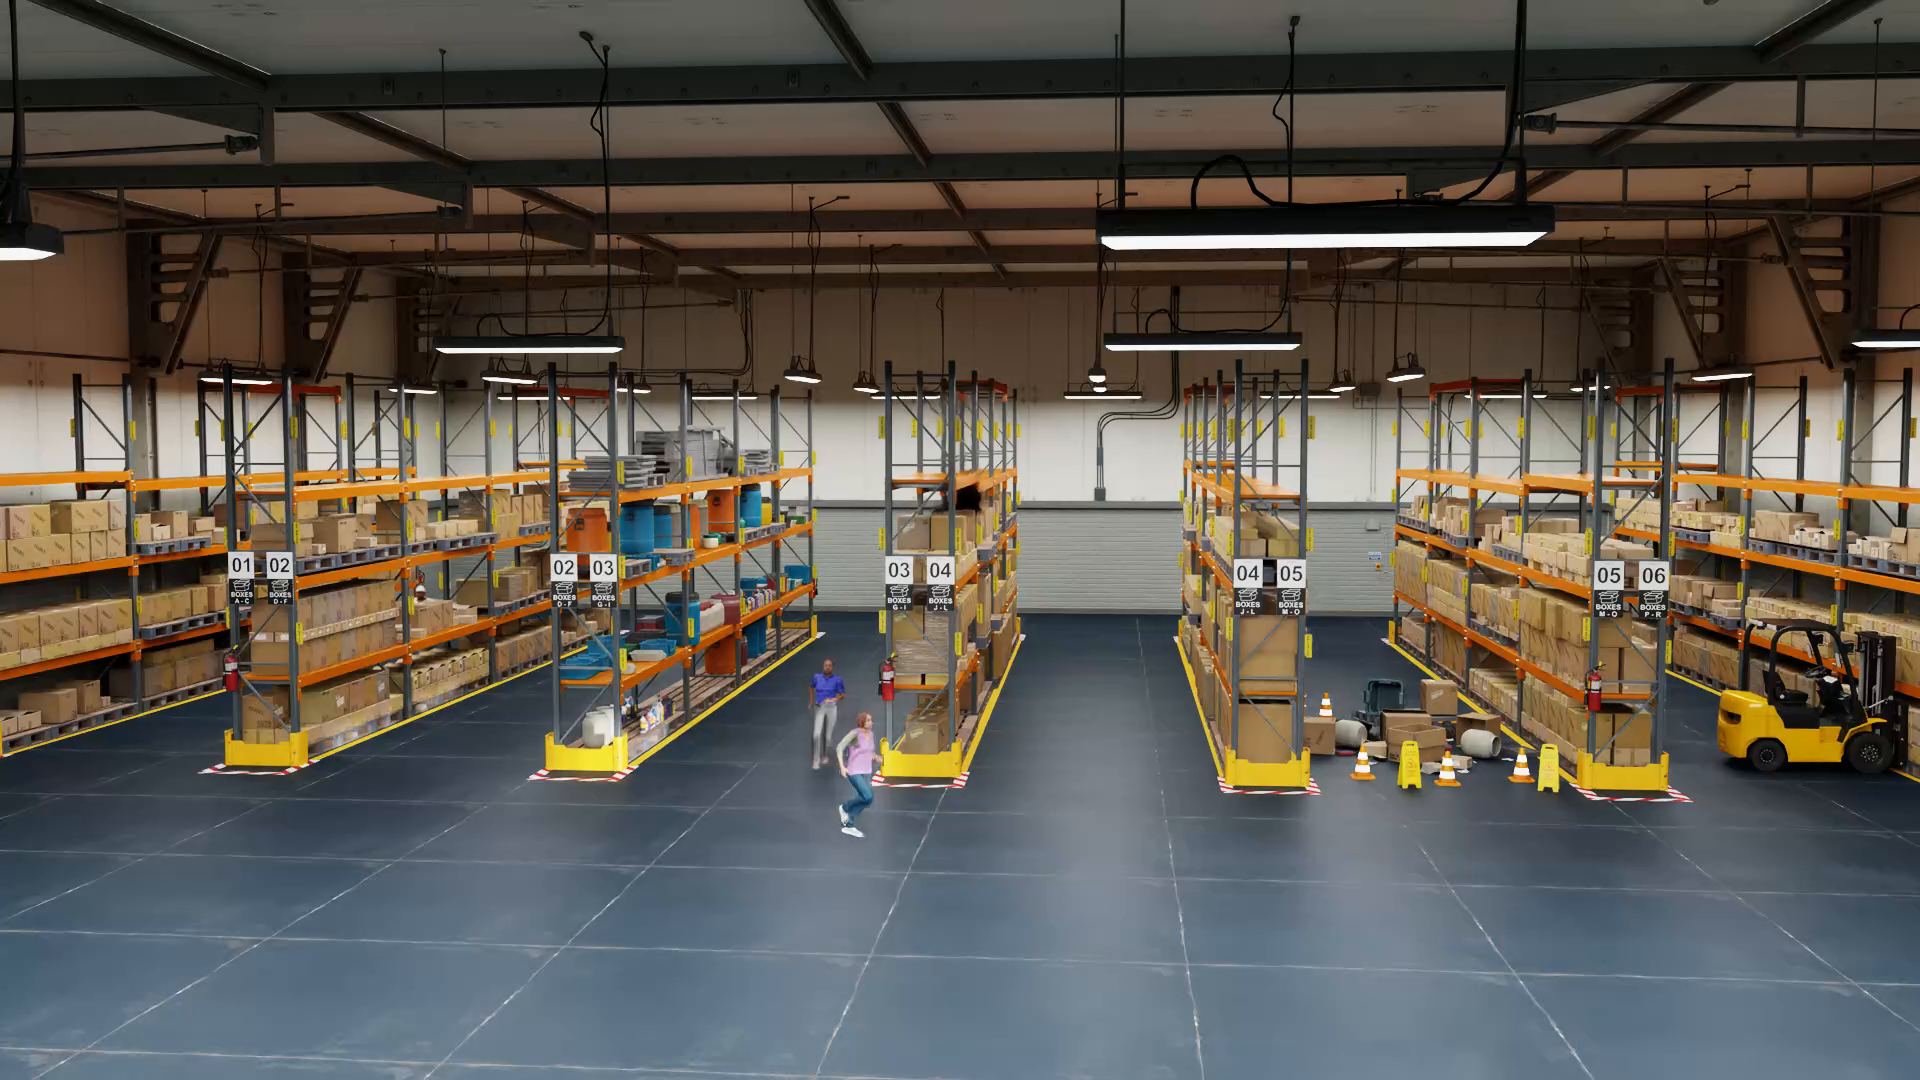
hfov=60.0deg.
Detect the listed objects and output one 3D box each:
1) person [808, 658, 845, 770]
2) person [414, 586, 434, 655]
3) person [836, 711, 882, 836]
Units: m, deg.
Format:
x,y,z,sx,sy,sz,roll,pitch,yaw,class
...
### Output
x,y,z,sx,sy,sz,roll,pitch,yaw,class
-1.979,2.595,24.686,0.572,1.711,0.691,0,4,2,person
-11.230,1.828,34.752,0.705,1.766,0.888,0,4,2,person
-1.215,2.883,20.487,0.561,1.552,0.530,3,5,34,person
